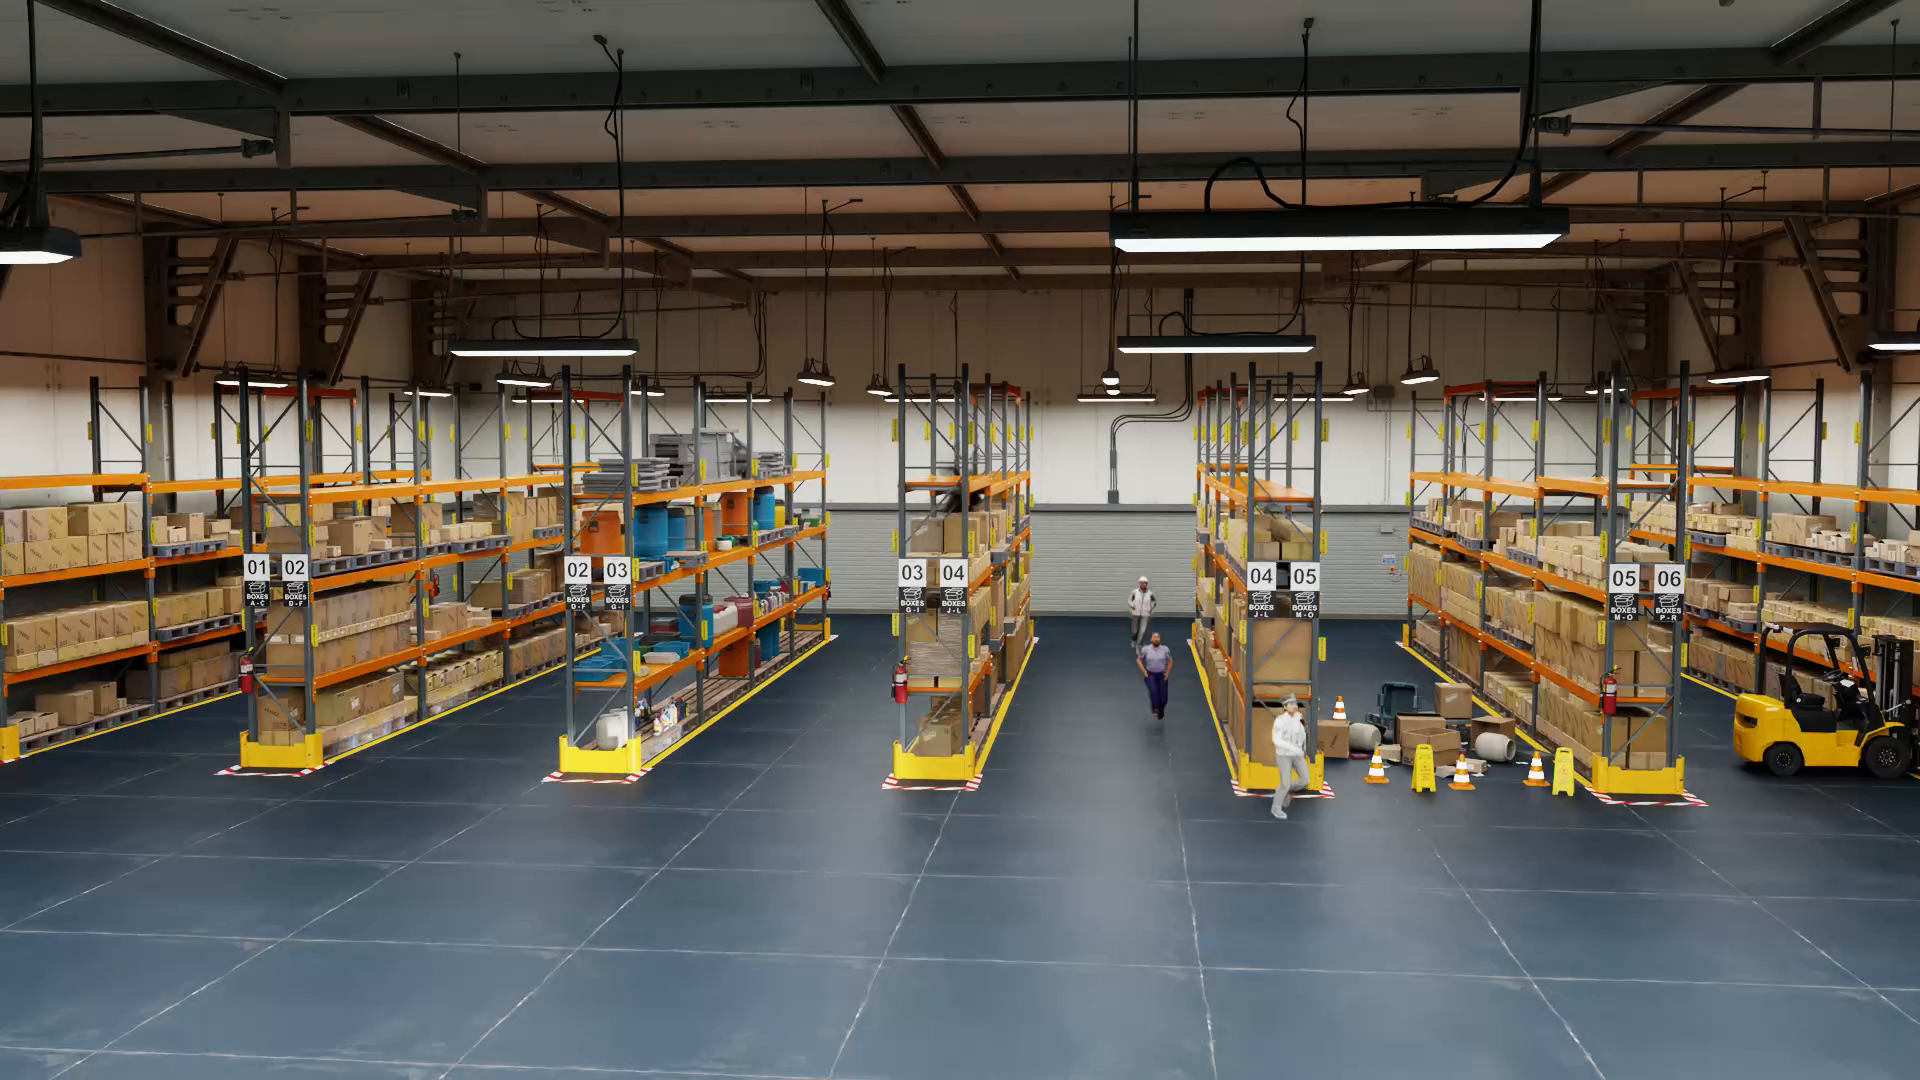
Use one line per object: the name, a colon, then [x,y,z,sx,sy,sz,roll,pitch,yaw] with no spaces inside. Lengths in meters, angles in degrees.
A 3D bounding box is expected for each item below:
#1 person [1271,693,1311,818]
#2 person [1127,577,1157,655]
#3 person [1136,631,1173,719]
person: [4.316,2.794,21.544,0.644,1.655,0.654,-2,4,-26]
person: [4.137,1.712,37.841,0.674,1.764,0.802,0,4,6]
person: [3.302,2.307,28.144,0.614,1.526,0.725,0,4,0]
